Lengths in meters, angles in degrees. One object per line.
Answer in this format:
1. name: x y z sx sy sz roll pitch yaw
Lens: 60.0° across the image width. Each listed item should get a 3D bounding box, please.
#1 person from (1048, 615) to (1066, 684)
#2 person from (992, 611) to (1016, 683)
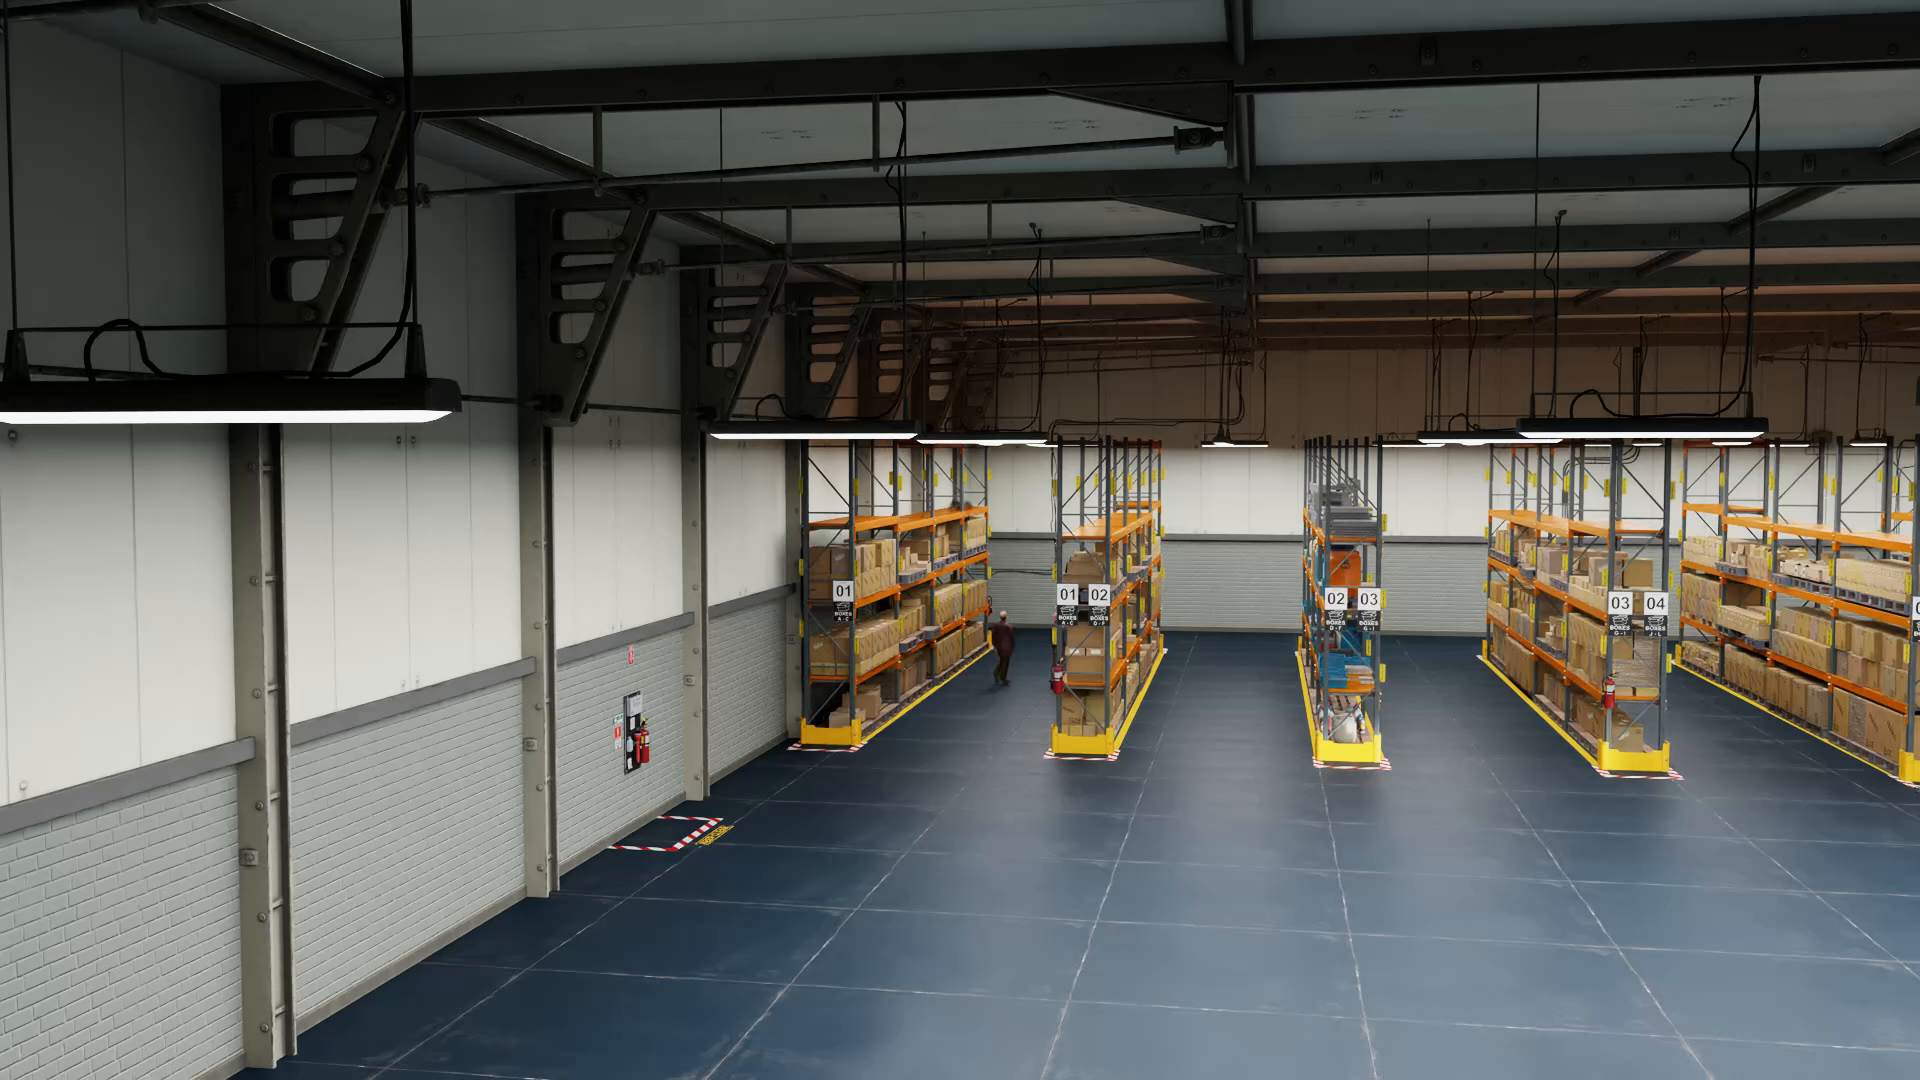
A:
1. person: 2.366 2.651 40.727 0.399 1.724 0.578 0 3 0
2. person: 1.086 2.623 40.760 0.519 1.780 0.580 -2 4 -39
